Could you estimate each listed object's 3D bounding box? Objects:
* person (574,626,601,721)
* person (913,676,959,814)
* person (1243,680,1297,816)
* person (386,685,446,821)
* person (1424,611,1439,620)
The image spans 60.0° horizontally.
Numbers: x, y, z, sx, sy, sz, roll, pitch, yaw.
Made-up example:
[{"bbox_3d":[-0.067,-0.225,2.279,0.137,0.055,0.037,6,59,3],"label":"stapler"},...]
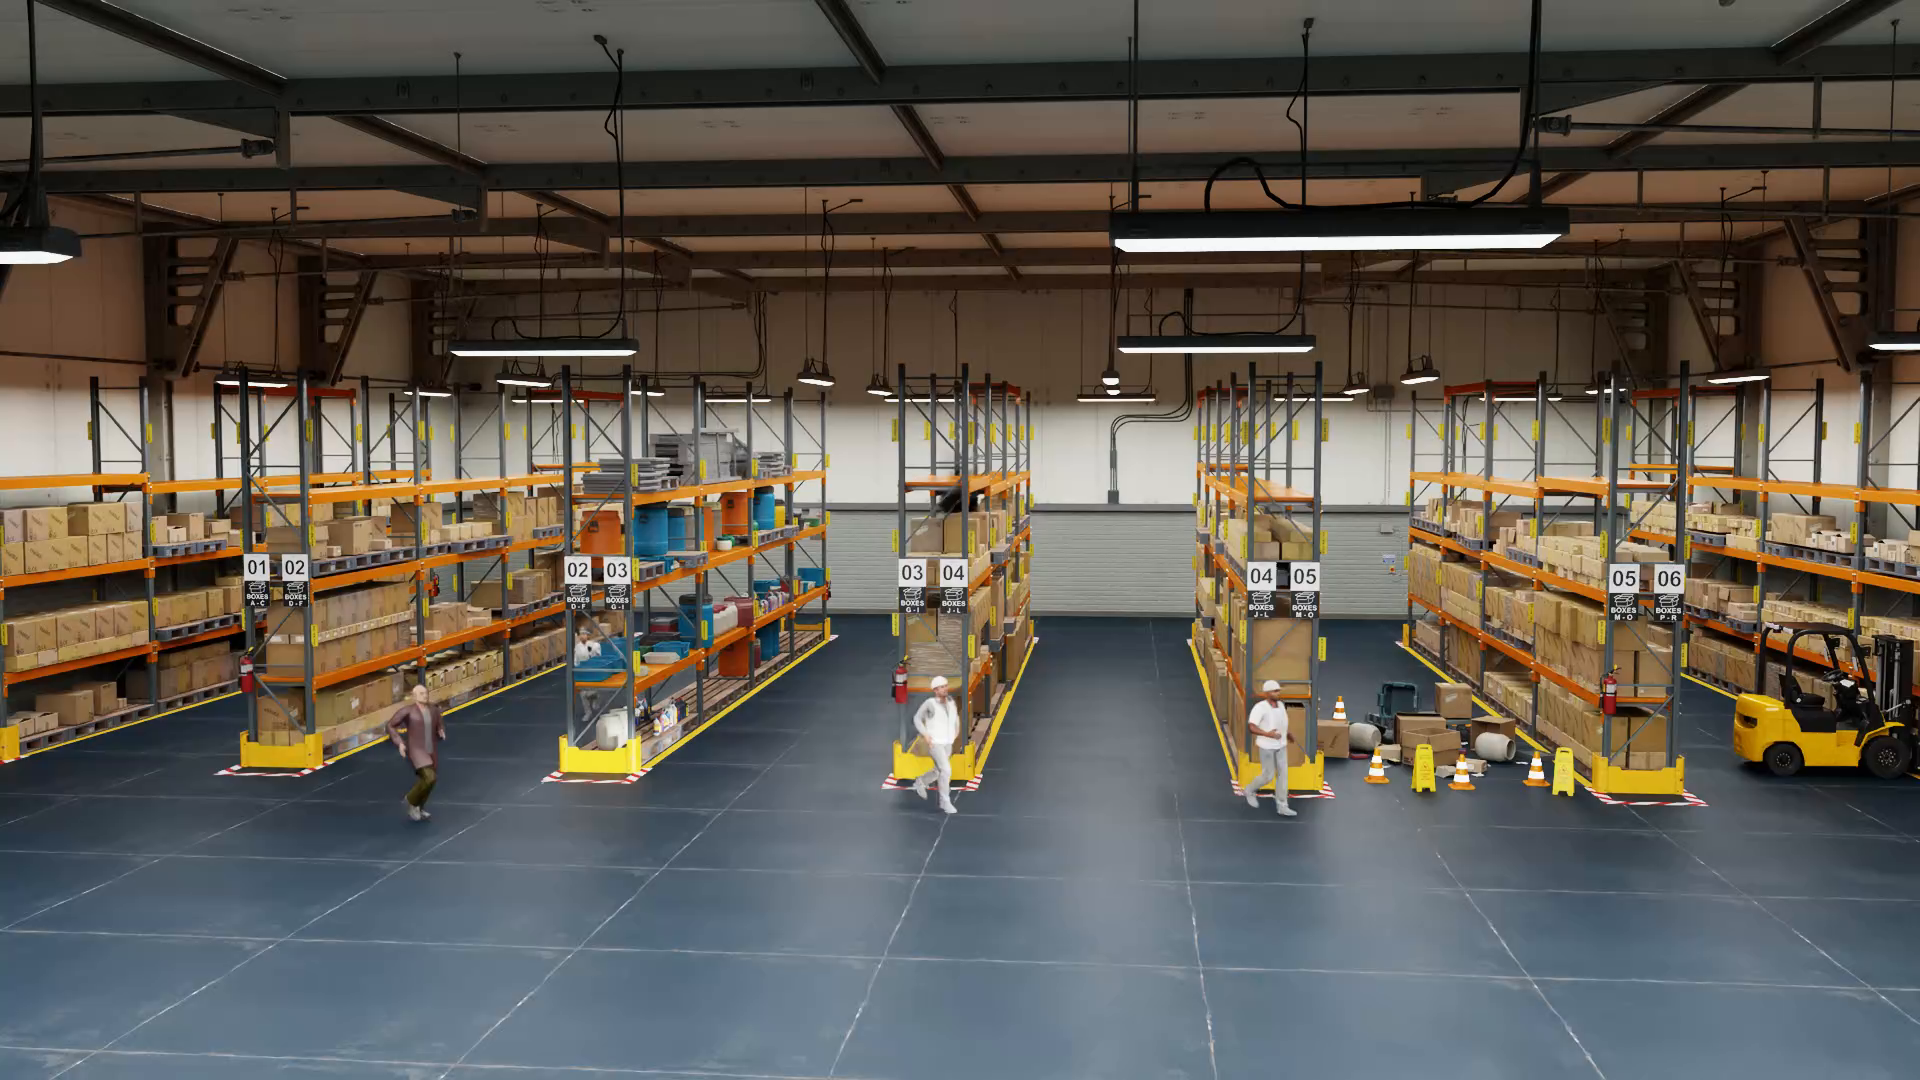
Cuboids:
[{"bbox_3d":[-6.489,2.324,28.998,0.637,1.661,0.594,1,4,11],"label":"person"},{"bbox_3d":[-0.297,2.688,22.174,0.868,1.772,0.673,4,5,44],"label":"person"},{"bbox_3d":[4.084,2.716,21.856,0.724,1.757,0.831,-3,5,-36],"label":"person"},{"bbox_3d":[-6.896,2.741,21.401,0.685,1.740,0.694,2,4,31],"label":"person"},{"bbox_3d":[11.585,1.597,40.360,0.552,1.682,0.871,3,5,38],"label":"person"}]
